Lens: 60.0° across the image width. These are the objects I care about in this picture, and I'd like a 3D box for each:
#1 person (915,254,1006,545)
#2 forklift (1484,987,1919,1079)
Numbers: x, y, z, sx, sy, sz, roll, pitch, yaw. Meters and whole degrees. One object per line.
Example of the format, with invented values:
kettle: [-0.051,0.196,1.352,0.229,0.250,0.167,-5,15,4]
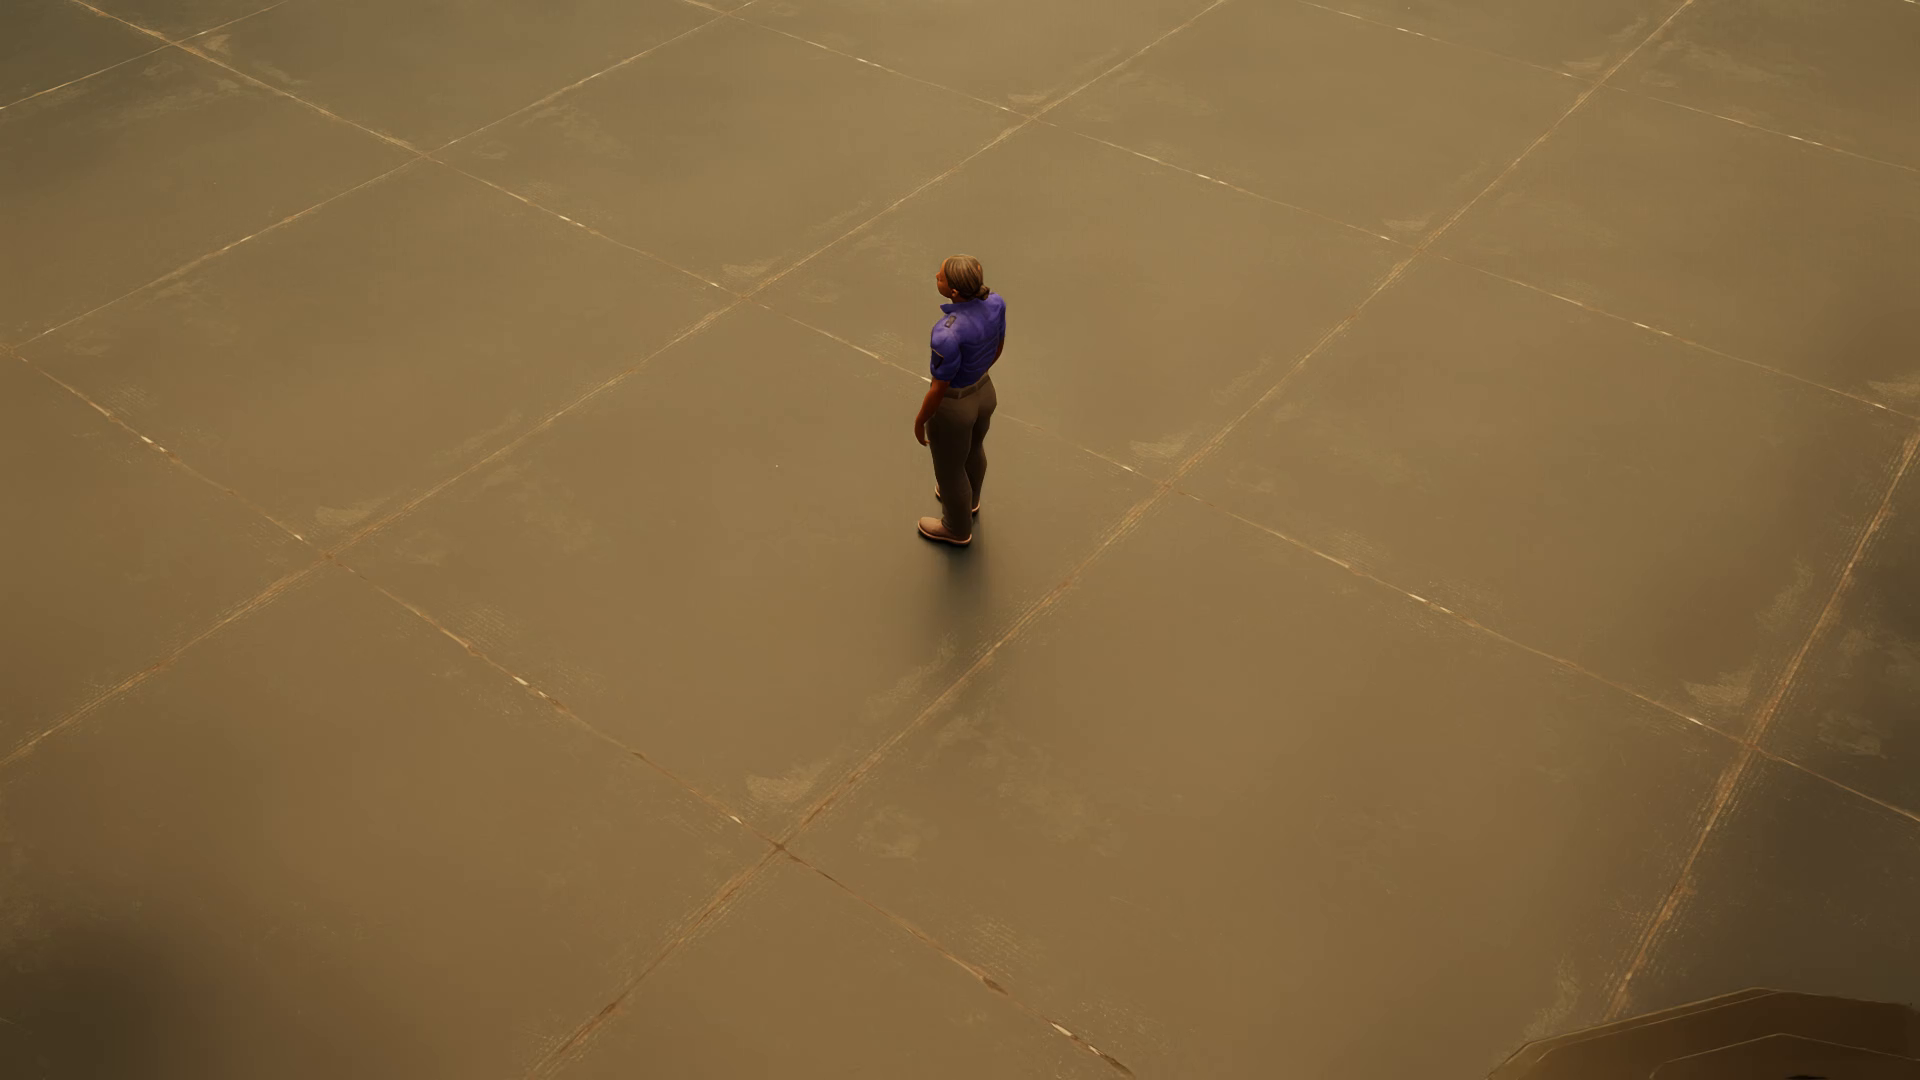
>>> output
person: [-0.058,-0.680,7.844,0.503,1.656,0.569,26,47,28]
forklift: [1.452,2.387,3.275,1.130,2.935,3.031,-10,41,-11]
